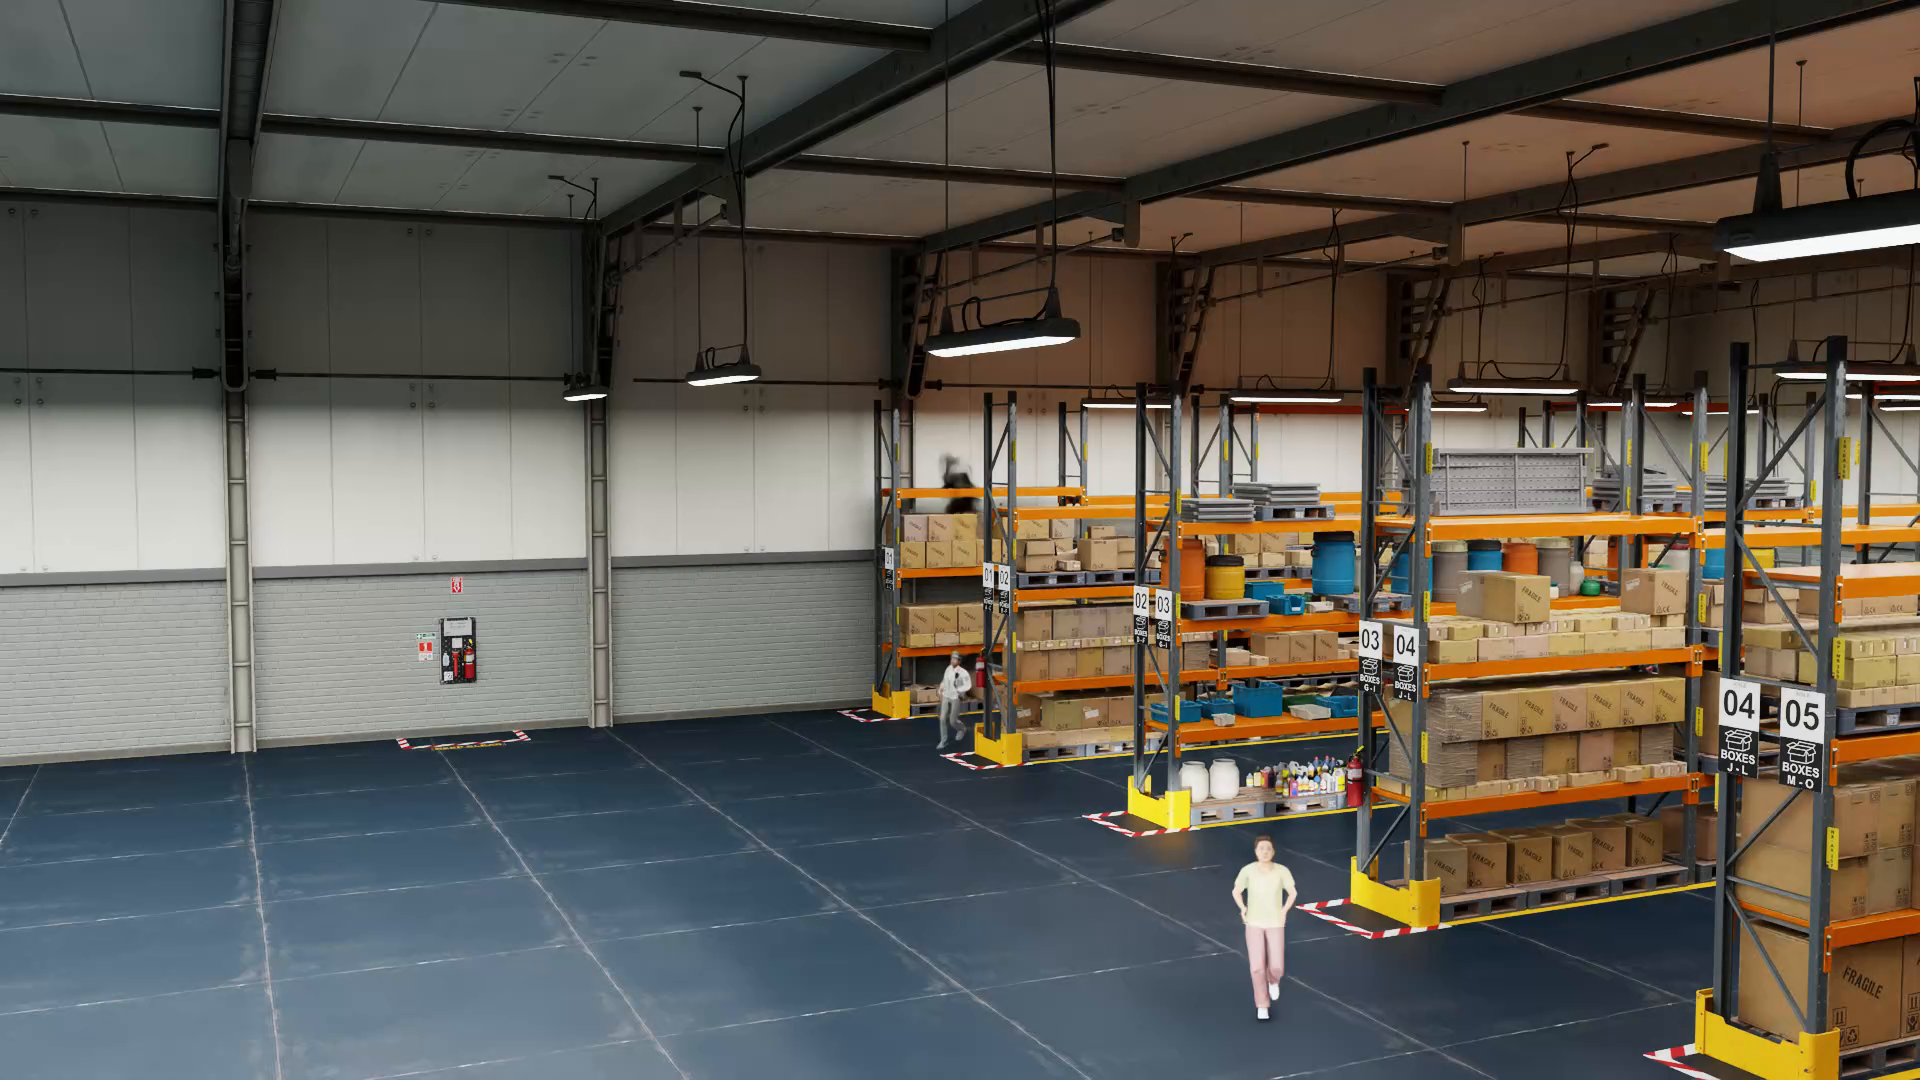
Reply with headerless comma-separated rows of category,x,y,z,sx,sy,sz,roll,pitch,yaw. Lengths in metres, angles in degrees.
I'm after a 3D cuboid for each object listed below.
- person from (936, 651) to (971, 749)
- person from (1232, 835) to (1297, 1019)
person,-0.066,2.710,28.314,0.658,1.687,0.751,3,4,38
person,2.746,3.475,15.025,0.578,1.619,0.515,1,3,11
